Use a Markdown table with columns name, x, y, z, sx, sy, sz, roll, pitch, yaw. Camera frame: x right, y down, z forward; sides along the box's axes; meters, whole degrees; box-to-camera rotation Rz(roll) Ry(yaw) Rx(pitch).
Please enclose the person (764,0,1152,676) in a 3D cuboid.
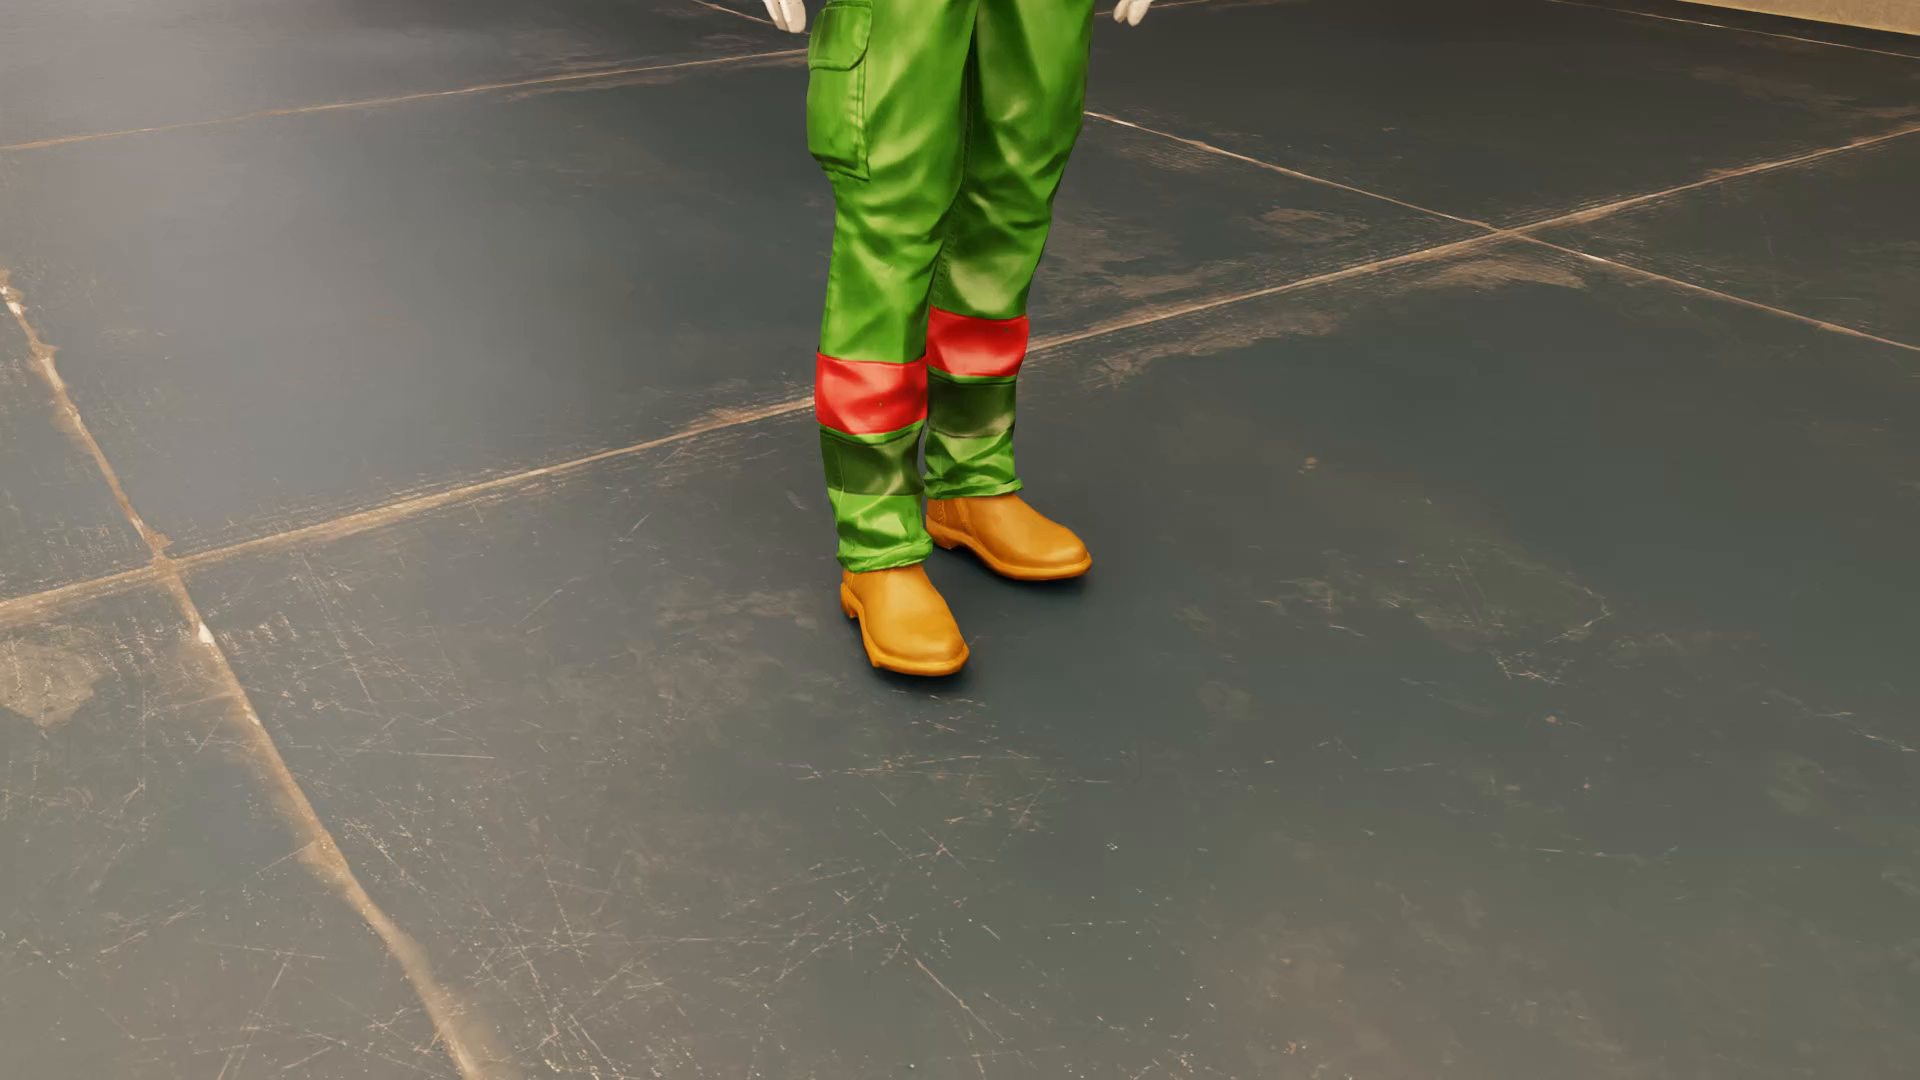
| name | x | y | z | sx | sy | sz | roll | pitch | yaw |
| --- | --- | --- | --- | --- | --- | --- | --- | --- | --- |
| person | 0.036 | -0.774 | 2.030 | 0.637 | 1.790 | 0.562 | -17 | 31 | -31 |
